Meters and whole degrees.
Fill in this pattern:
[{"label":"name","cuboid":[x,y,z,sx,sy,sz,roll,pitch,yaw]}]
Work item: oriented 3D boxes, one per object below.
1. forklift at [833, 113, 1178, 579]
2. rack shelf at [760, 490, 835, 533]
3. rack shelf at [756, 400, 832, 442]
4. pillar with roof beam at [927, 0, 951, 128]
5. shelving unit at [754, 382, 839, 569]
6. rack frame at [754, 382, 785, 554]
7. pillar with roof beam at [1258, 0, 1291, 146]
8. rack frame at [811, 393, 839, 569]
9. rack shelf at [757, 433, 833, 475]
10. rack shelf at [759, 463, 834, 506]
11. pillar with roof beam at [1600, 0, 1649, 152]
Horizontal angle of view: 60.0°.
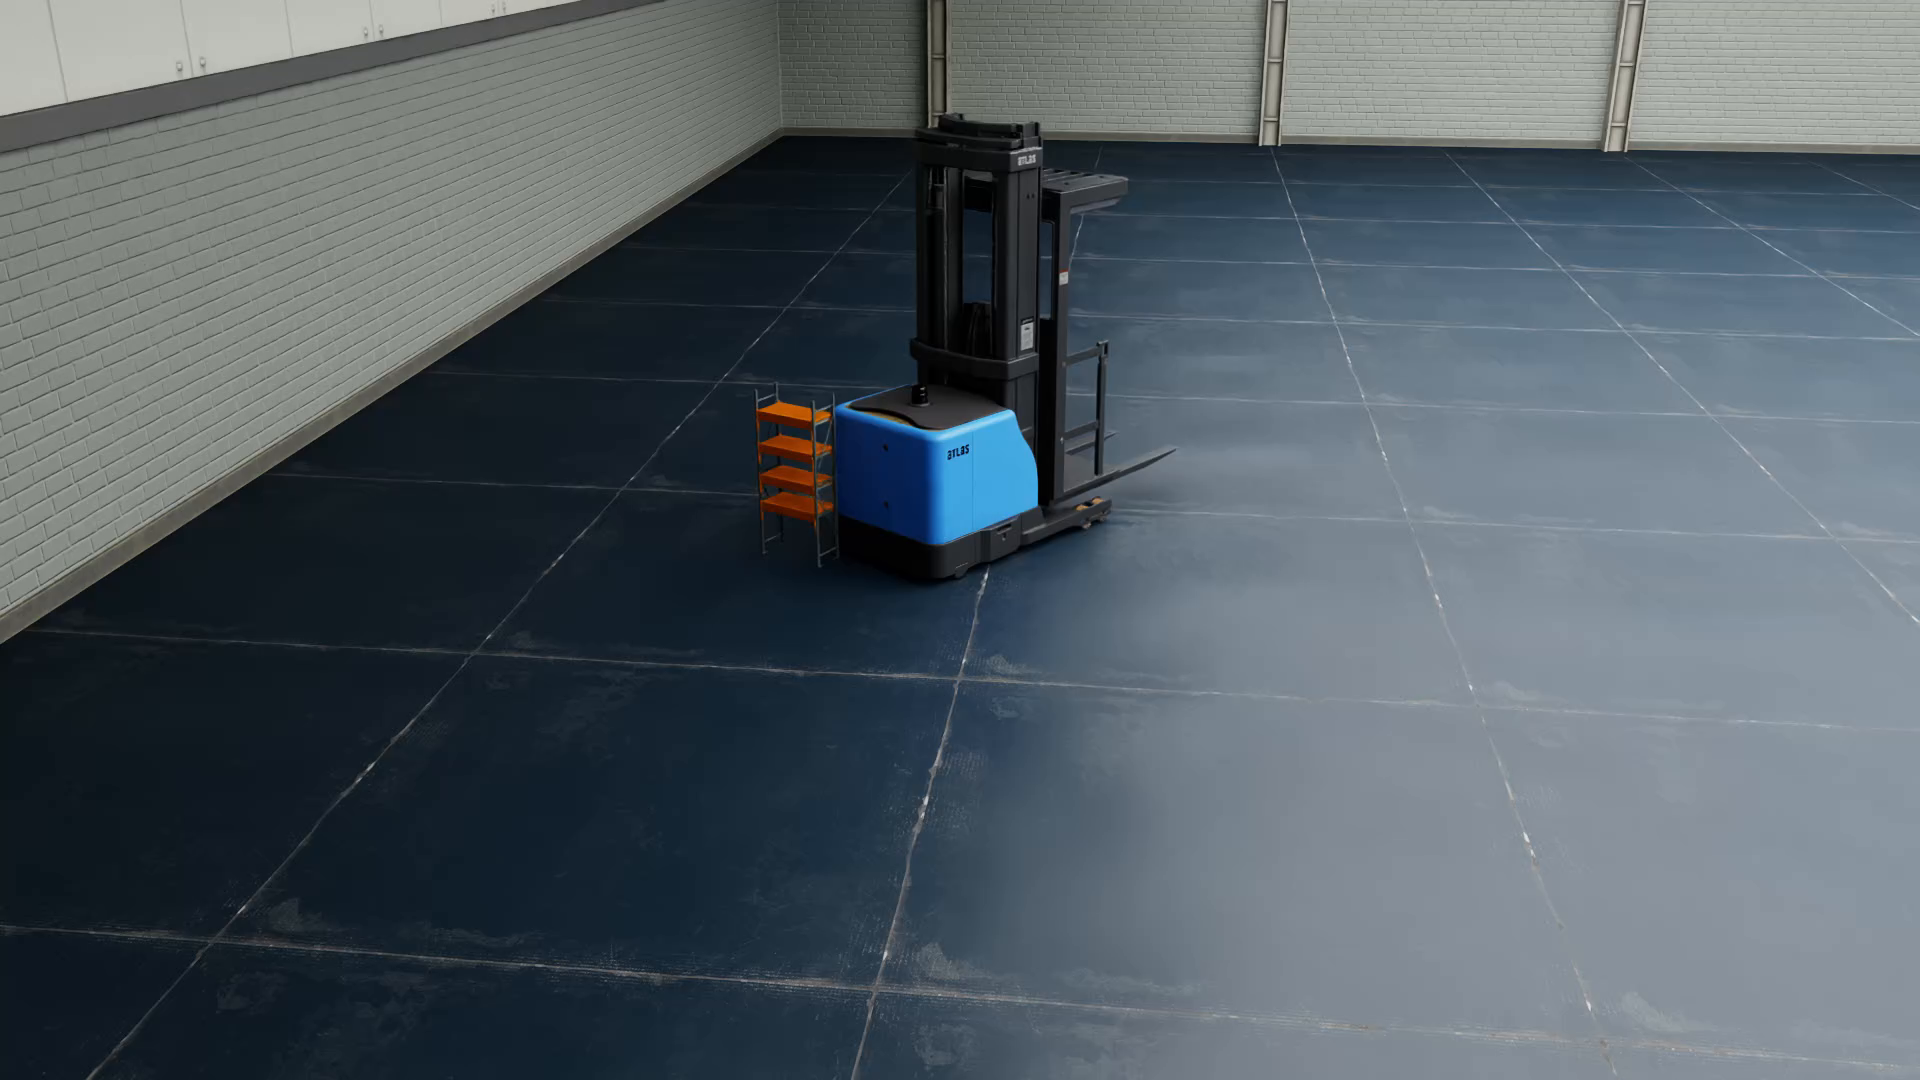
[{"label":"forklift","cuboid":[0.473,-1.563,11.934,1.130,2.935,3.031,18,28,39]},{"label":"rack shelf","cuboid":[-1.123,-0.201,11.565,0.480,0.148,0.258,13,25,30]},{"label":"rack shelf","cuboid":[-1.123,-0.813,11.323,0.480,0.148,0.258,13,25,30]},{"label":"pillar with roof beam","cuboid":[-0.880,-10.014,25.058,0.400,9.000,9.100,2,22,6]},{"label":"shelving unit","cuboid":[-1.123,-0.448,11.468,0.503,1.200,0.258,13,25,30]},{"label":"rack frame","cuboid":[-1.328,-0.497,11.591,0.015,1.200,0.240,13,25,30]},{"label":"pillar with roof beam","cuboid":[5.078,-9.755,24.401,0.400,9.000,9.100,2,22,6]},{"label":"rack frame","cuboid":[-0.918,-0.399,11.344,0.015,1.200,0.240,13,25,30]},{"label":"rack shelf","cuboid":[-1.123,-0.593,11.410,0.480,0.148,0.258,13,25,30]},{"label":"rack shelf","cuboid":[-1.123,-0.385,11.492,0.480,0.148,0.258,13,25,30]},{"label":"pillar with roof beam","cuboid":[11.037,-9.495,23.744,0.400,9.000,9.100,2,22,6]}]
